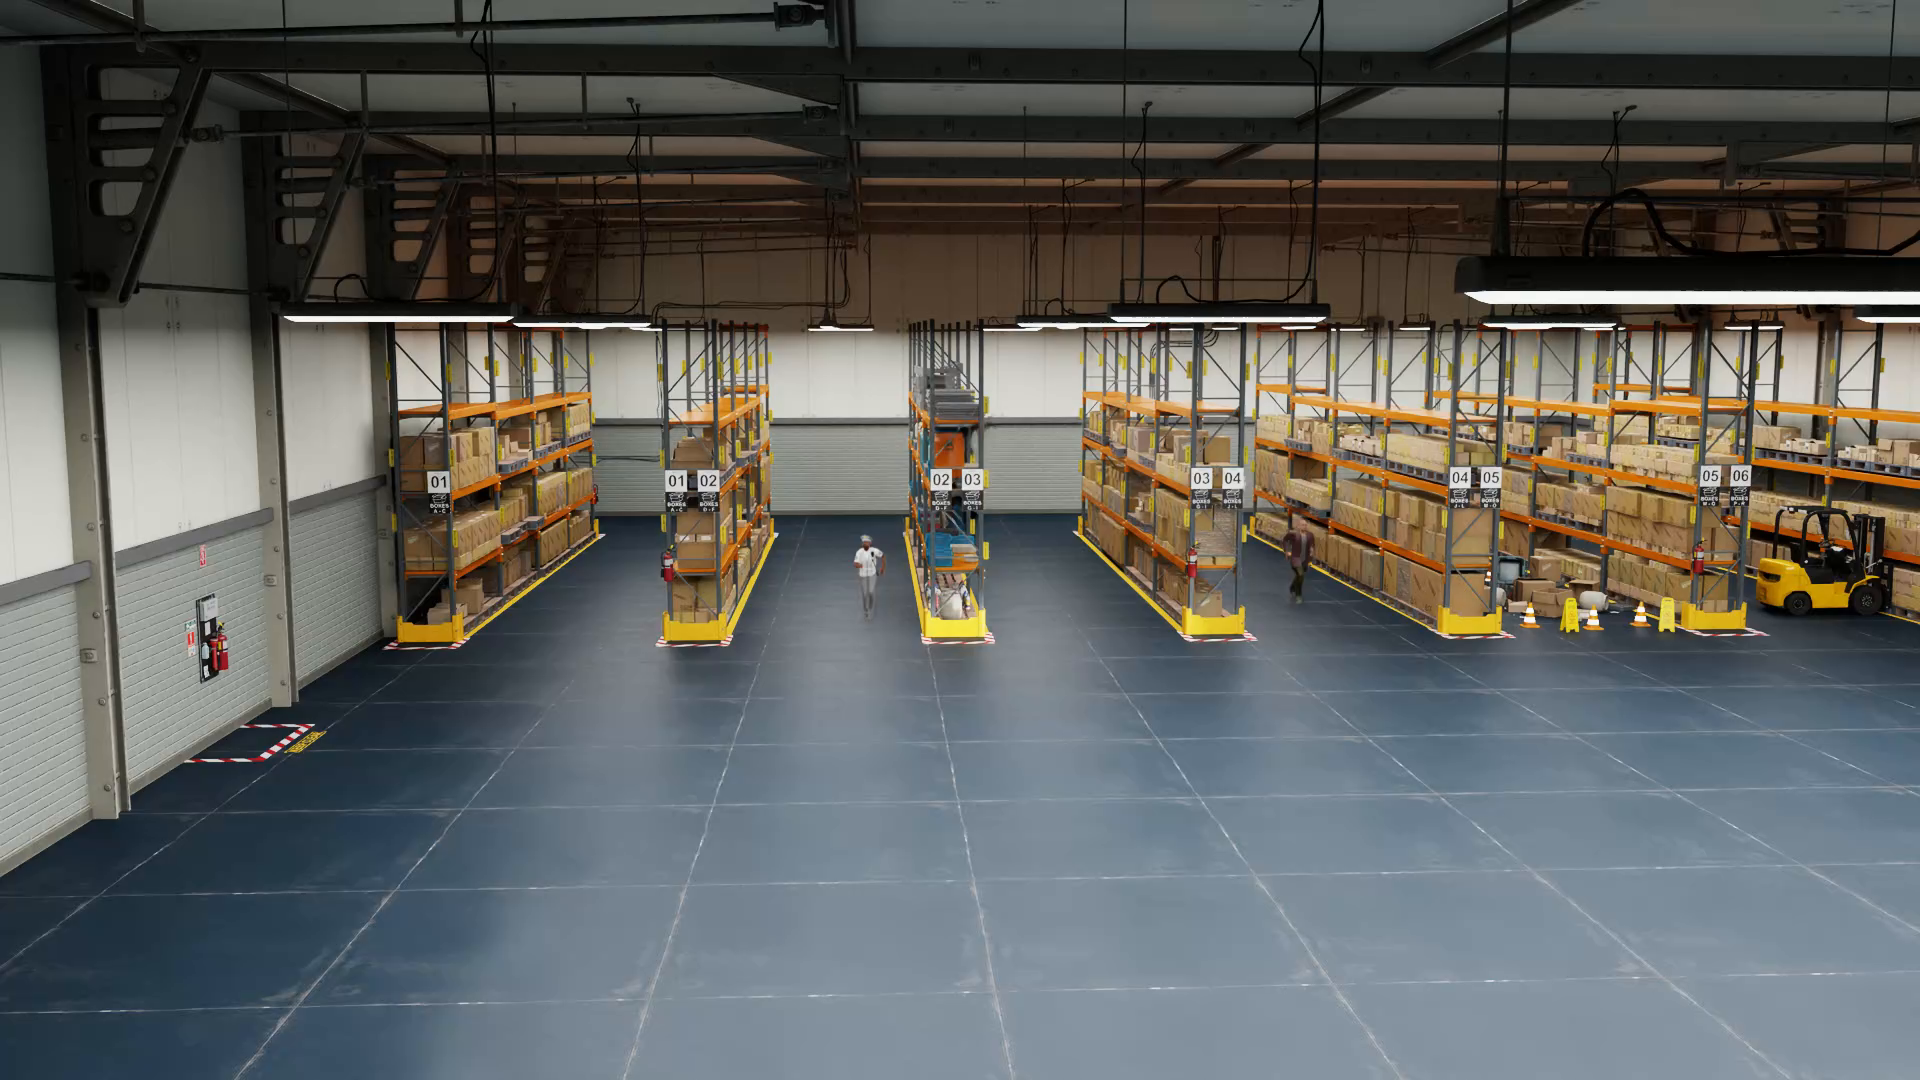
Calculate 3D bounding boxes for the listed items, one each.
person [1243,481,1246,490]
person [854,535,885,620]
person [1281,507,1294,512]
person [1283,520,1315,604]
[{"bbox_3d":[8.030,-1.222,49.104,0.722,1.768,1.183,4,8,31],"label":"person"},{"bbox_3d":[-1.836,0.737,33.618,0.588,1.703,0.859,1,7,8],"label":"person"},{"bbox_3d":[9.668,-1.110,48.802,0.513,1.638,0.674,5,8,33],"label":"person"},{"bbox_3d":[7.291,0.458,35.713,0.618,1.812,0.966,-2,7,-18],"label":"person"}]
